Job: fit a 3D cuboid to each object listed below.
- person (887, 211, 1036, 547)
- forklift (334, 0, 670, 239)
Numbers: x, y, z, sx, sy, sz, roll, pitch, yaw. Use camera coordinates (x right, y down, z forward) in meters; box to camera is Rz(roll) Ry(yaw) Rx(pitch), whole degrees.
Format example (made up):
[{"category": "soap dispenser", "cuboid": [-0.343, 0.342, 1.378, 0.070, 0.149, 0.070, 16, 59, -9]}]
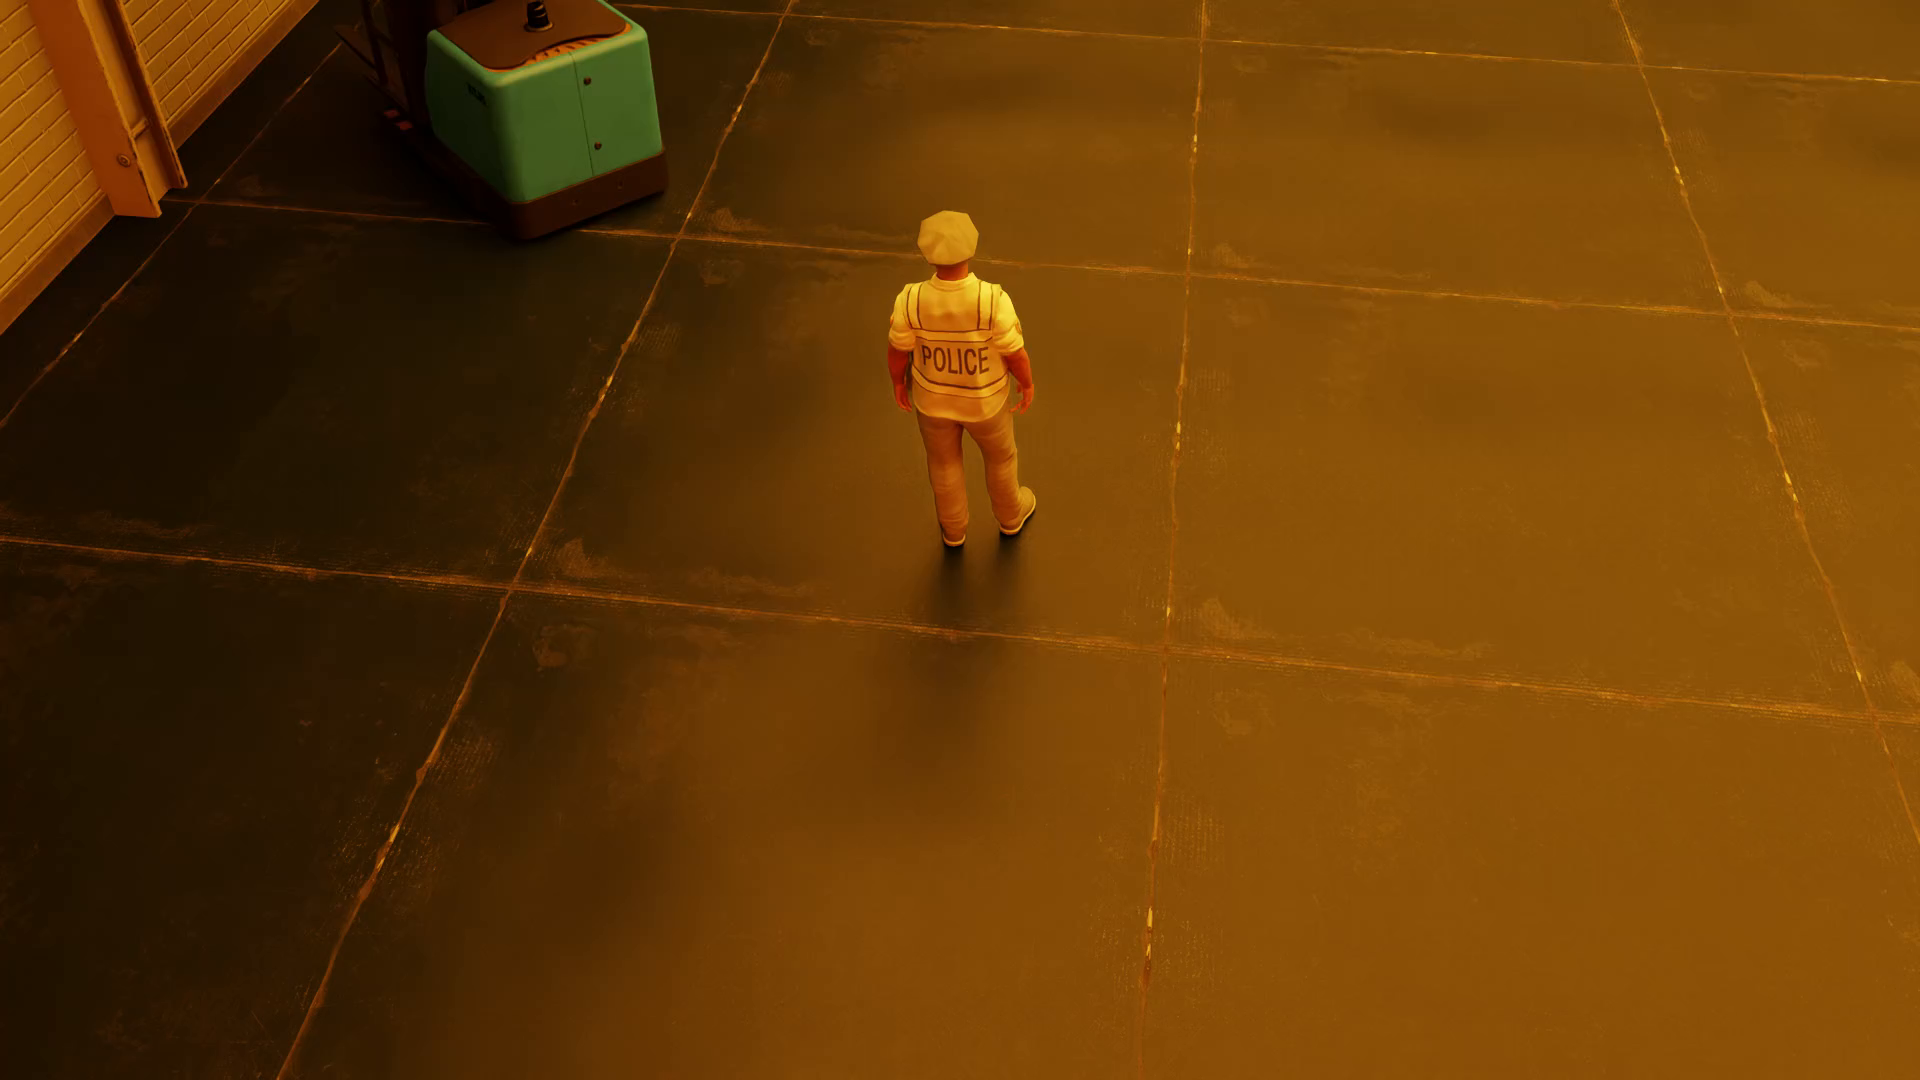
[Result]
[{"category": "person", "cuboid": [0.021, -0.710, 7.342, 0.641, 1.771, 0.573, 5, 43, 6]}, {"category": "forklift", "cuboid": [-3.084, -3.770, 9.829, 1.130, 2.935, 3.031, -28, 50, -27]}]
